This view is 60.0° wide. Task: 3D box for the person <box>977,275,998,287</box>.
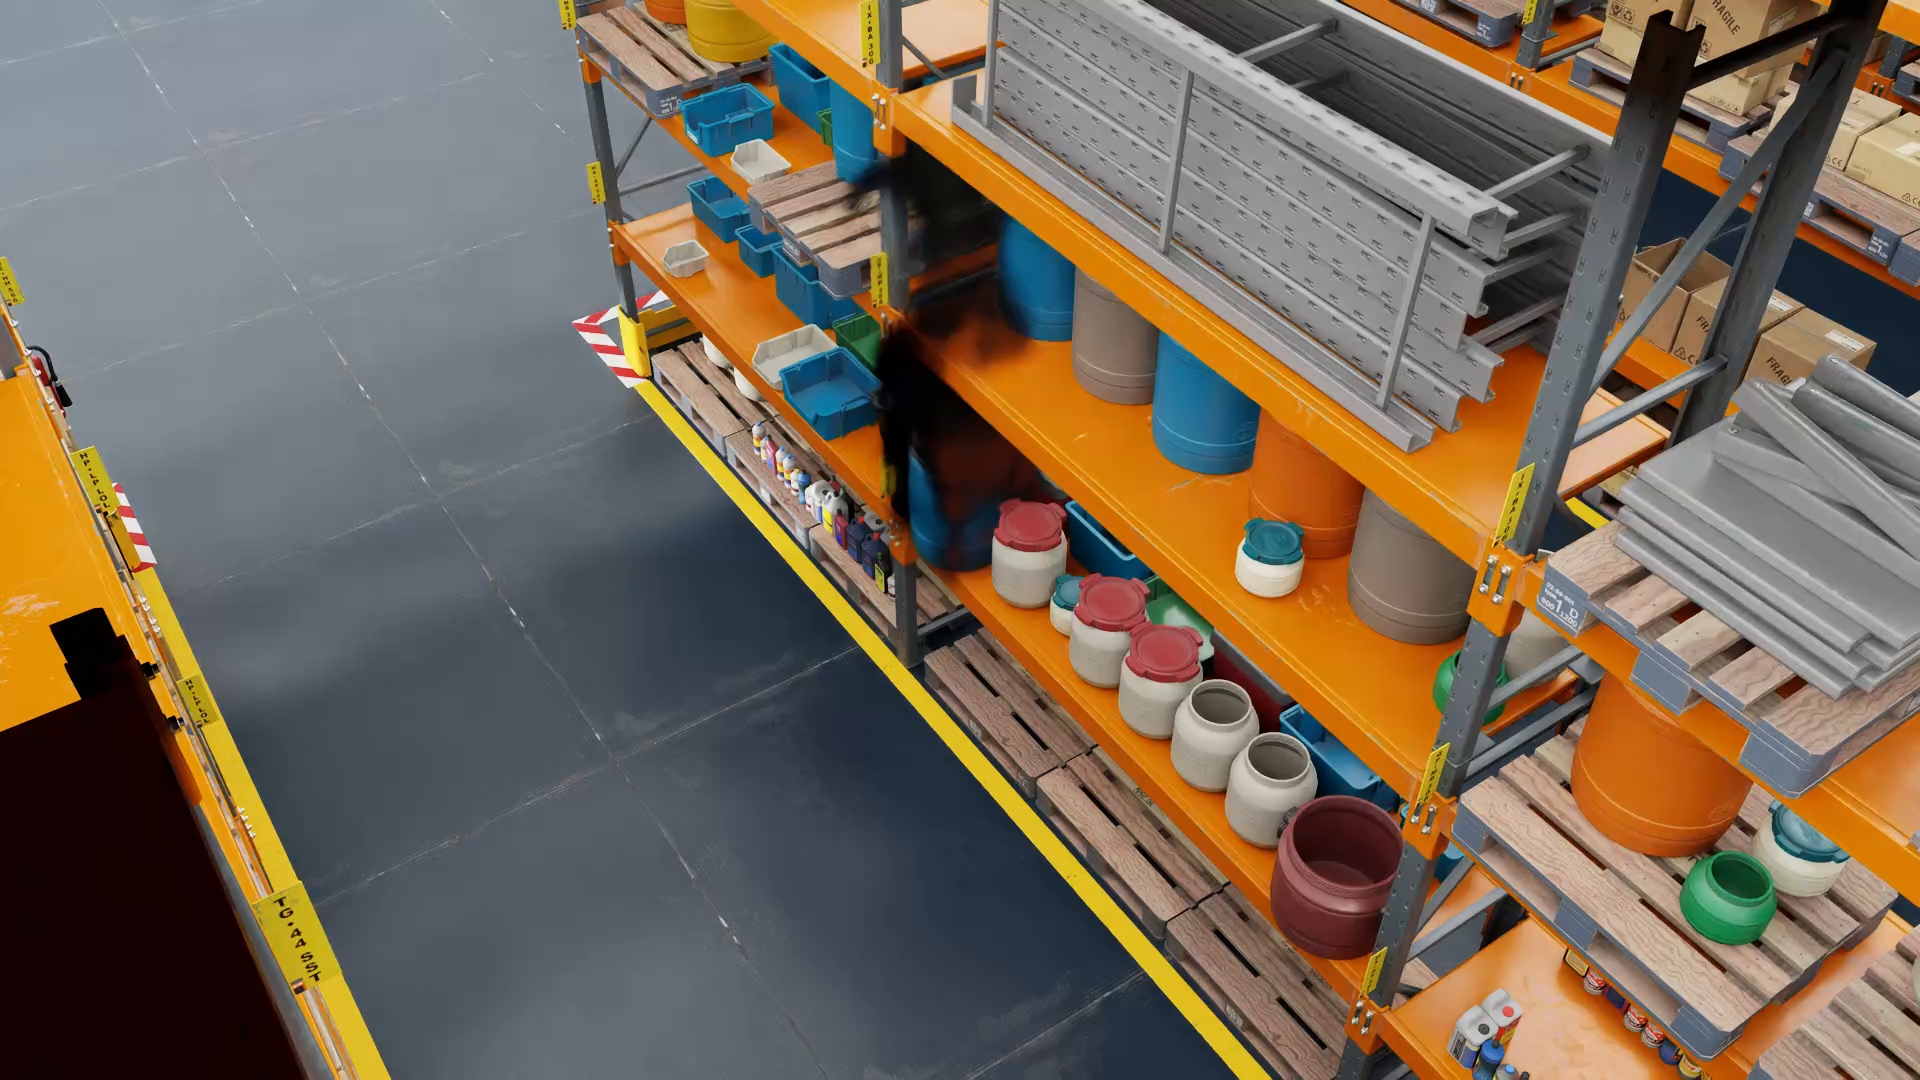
[{"bbox_3d":[0.339,-1.707,12.369,0.588,1.703,0.845,-16,45,-17],"label":"person"}]
